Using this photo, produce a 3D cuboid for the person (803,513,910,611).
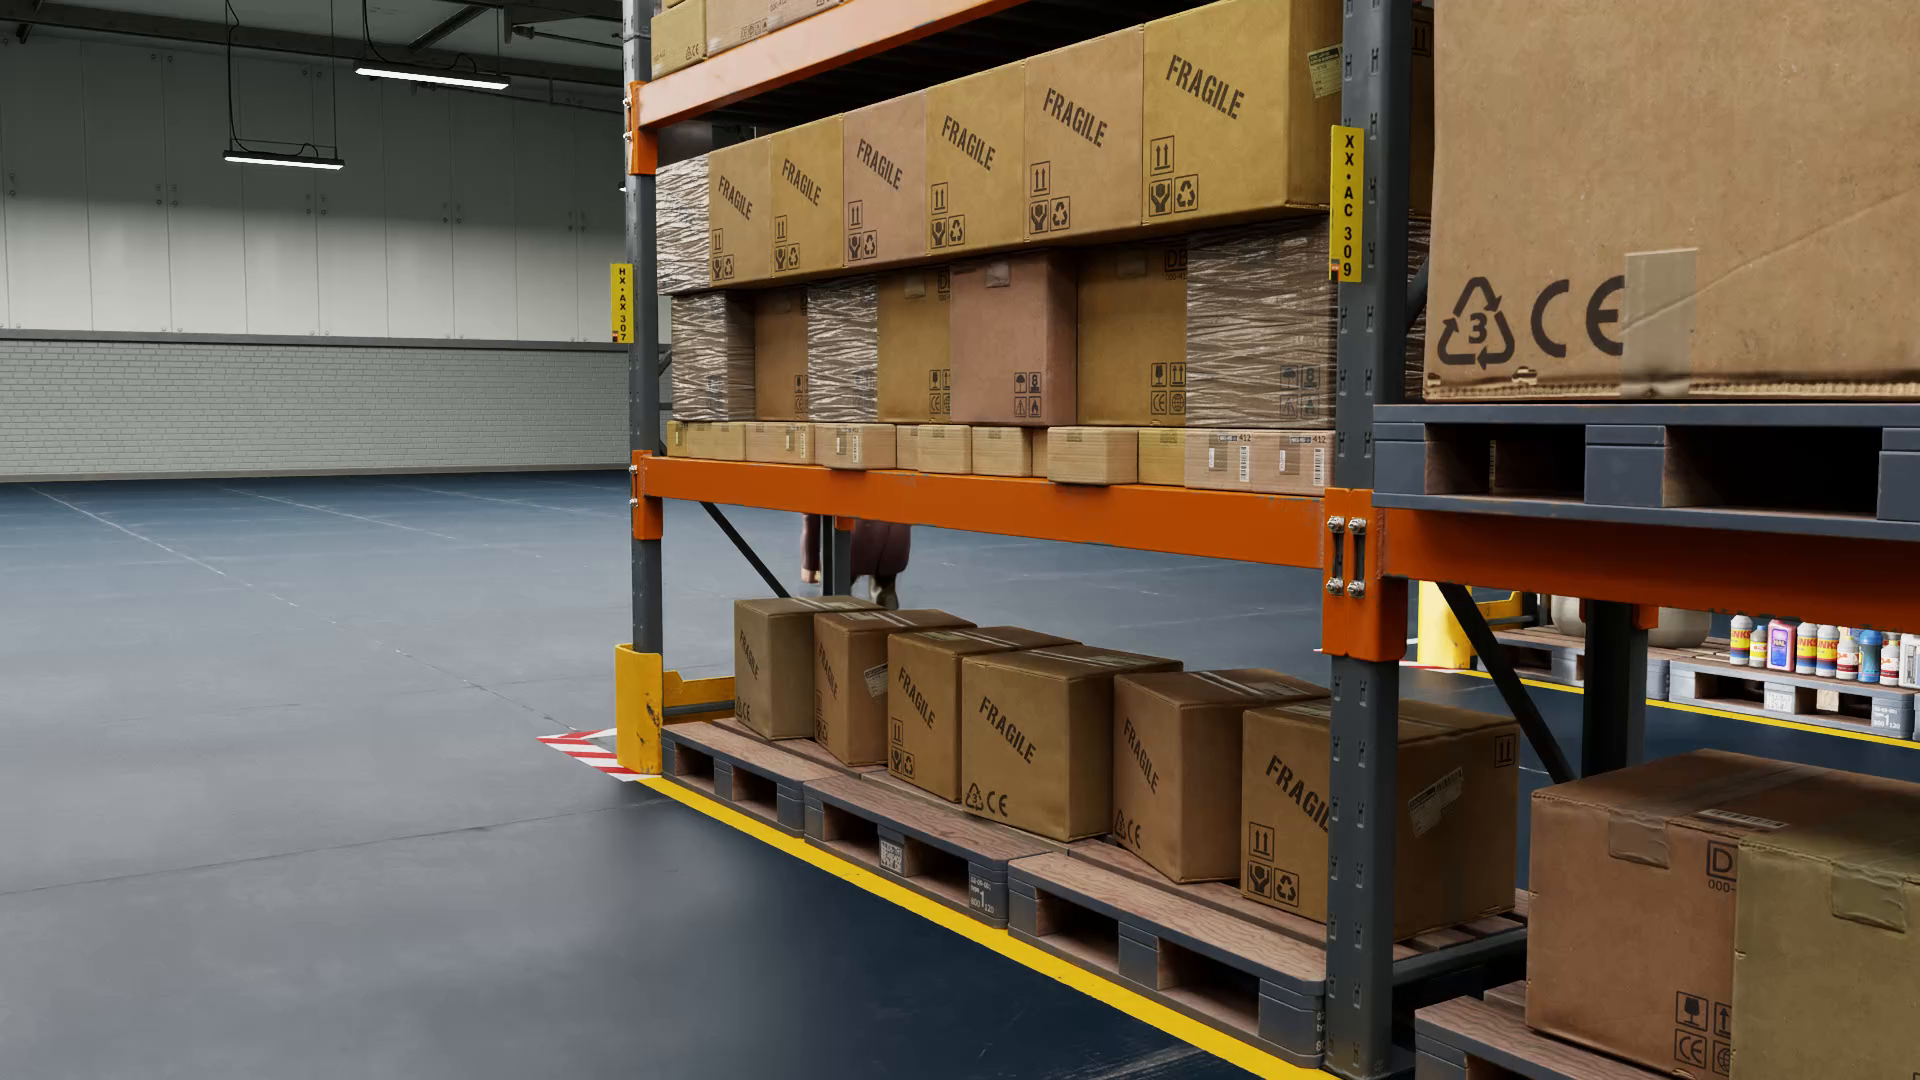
[{"bbox_3d":[-0.610,0.019,9.331,0.547,1.497,0.804,-3,6,-35],"label":"person"}]
